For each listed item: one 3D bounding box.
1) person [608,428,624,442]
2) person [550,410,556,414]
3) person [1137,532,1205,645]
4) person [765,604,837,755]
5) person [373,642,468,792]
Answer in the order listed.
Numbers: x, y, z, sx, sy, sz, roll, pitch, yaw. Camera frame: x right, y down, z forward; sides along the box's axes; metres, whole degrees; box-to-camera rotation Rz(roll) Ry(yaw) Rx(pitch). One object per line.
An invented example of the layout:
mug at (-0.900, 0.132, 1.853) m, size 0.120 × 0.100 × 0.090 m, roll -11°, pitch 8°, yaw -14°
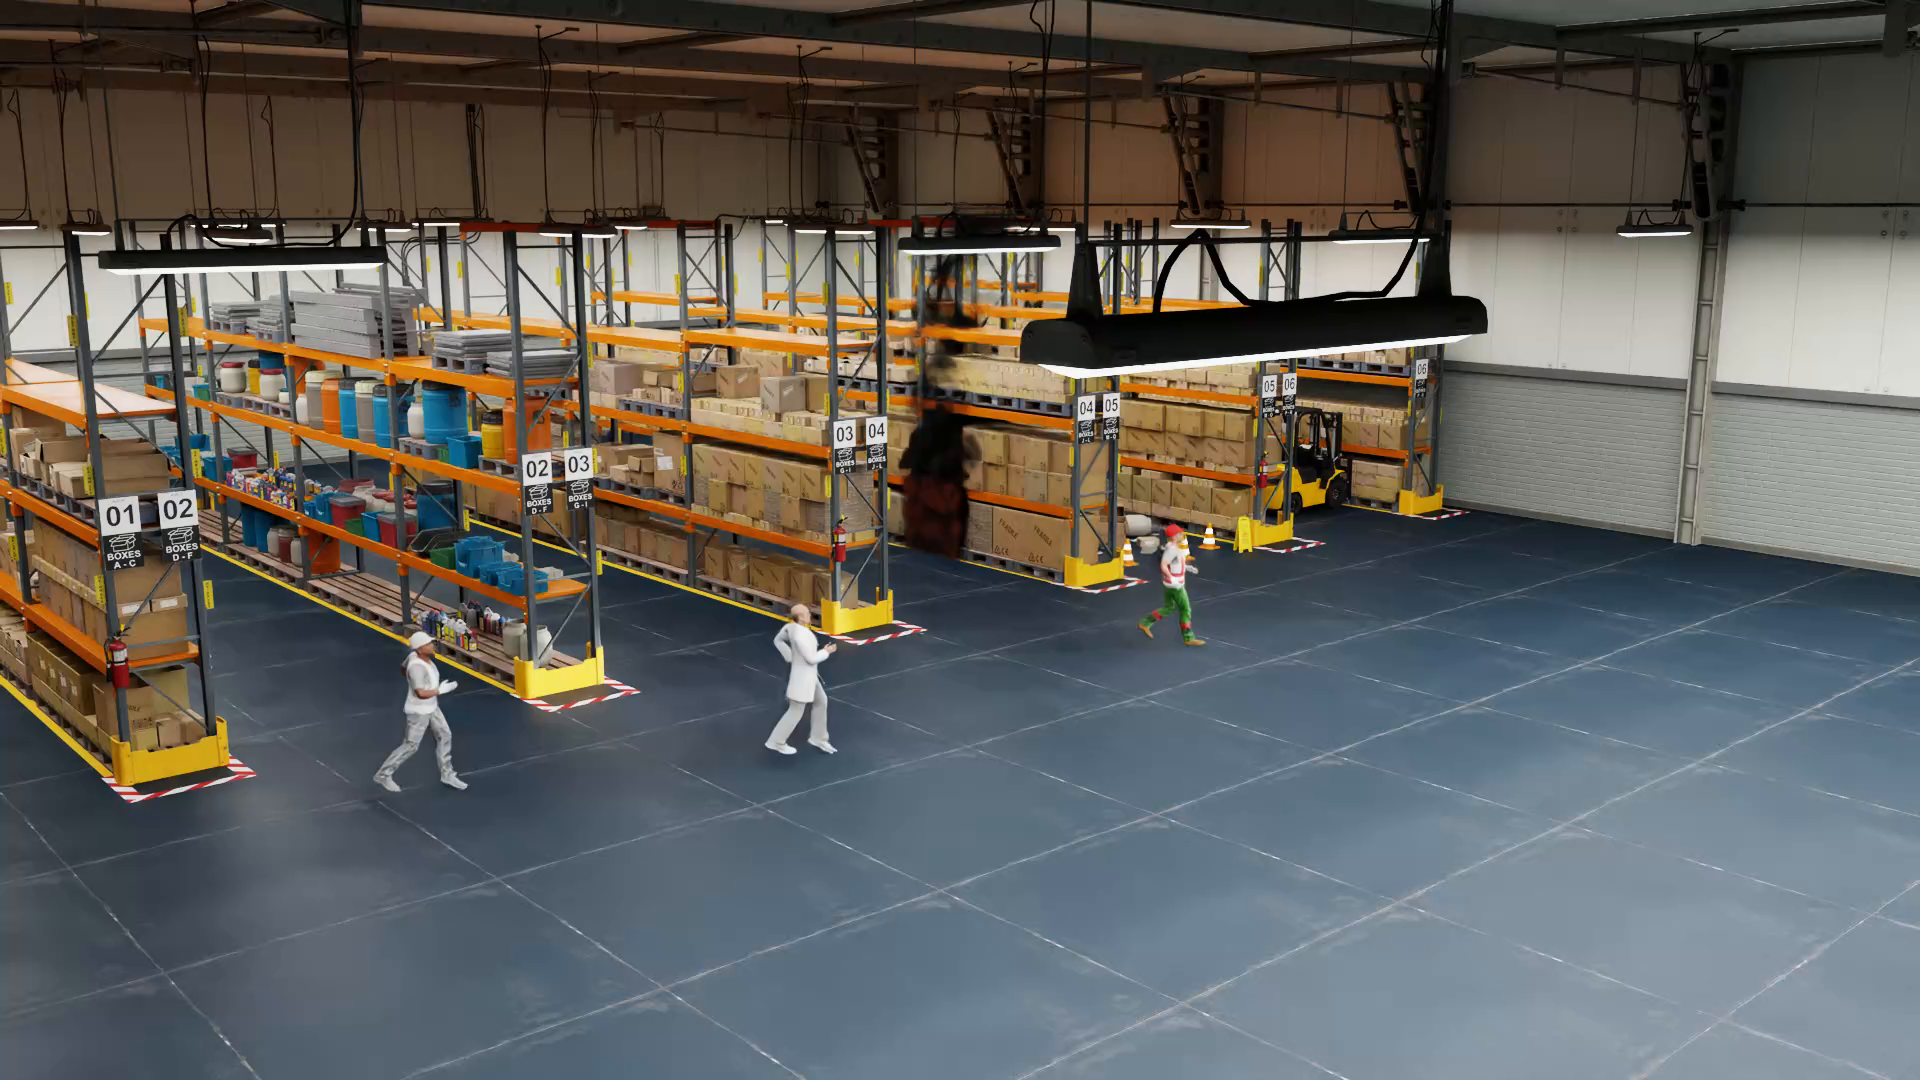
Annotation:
person at (-8.570, -2.725, 41.140) m, size 0.600 × 1.533 × 0.513 m, roll 10°, pitch 15°, yaw 40°
person at (-9.523, -2.213, 38.745) m, size 0.624 × 1.650 × 0.725 m, roll 0°, pitch 11°, yaw 0°
person at (3.075, 0.669, 24.074) m, size 0.976 × 1.721 × 0.678 m, roll 0°, pitch 11°, yaw 1°
person at (-1.843, 1.641, 19.236) m, size 0.866 × 1.846 × 0.677 m, roll -2°, pitch 12°, yaw -10°
person at (-5.896, 1.895, 18.062) m, size 0.948 × 1.786 × 0.695 m, roll -2°, pitch 12°, yaw -7°
